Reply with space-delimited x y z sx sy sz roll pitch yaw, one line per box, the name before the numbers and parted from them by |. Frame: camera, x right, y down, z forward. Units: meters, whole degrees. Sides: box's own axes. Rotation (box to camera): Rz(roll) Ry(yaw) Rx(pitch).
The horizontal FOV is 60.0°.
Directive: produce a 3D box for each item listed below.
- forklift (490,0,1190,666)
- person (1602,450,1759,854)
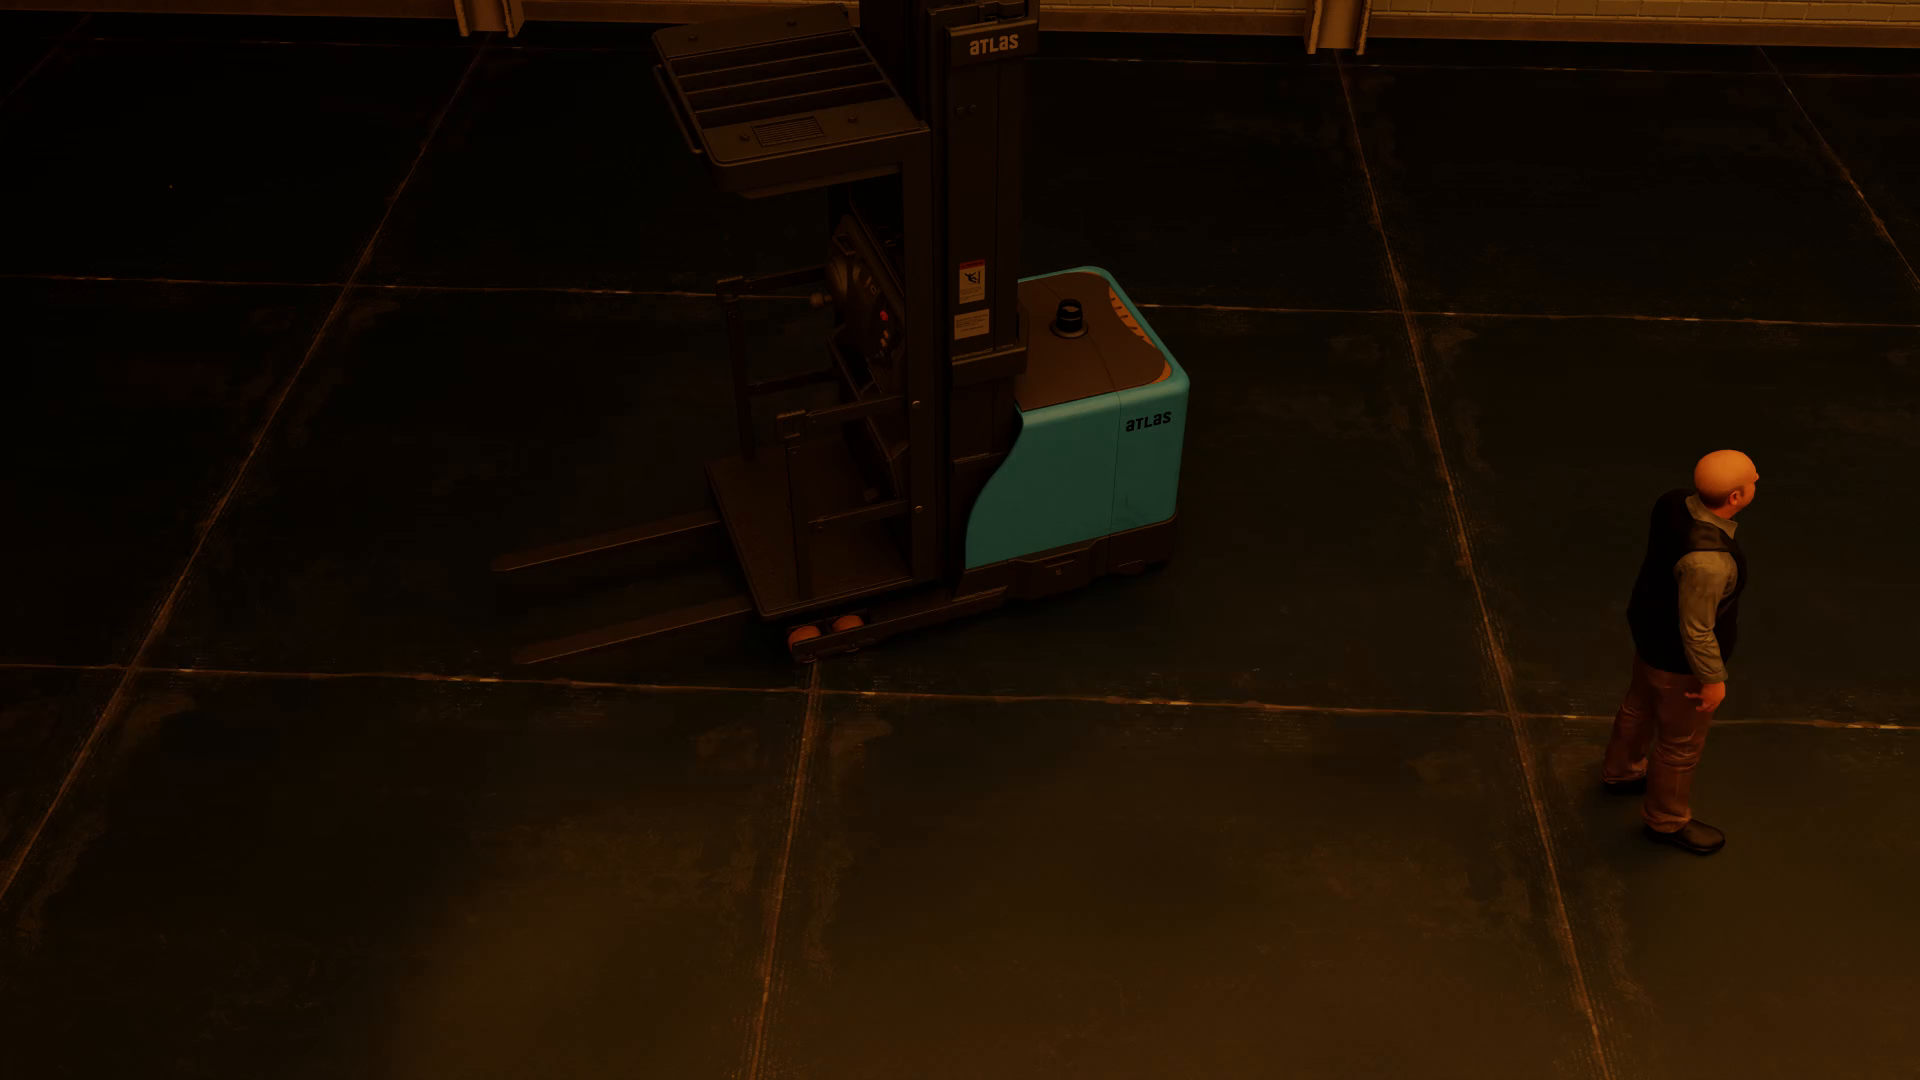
forklift | -0.573 -0.945 6.778 3.031 2.935 1.130 -13 44 -14
person | 2.753 0.383 6.209 0.569 1.720 0.632 3 42 3
